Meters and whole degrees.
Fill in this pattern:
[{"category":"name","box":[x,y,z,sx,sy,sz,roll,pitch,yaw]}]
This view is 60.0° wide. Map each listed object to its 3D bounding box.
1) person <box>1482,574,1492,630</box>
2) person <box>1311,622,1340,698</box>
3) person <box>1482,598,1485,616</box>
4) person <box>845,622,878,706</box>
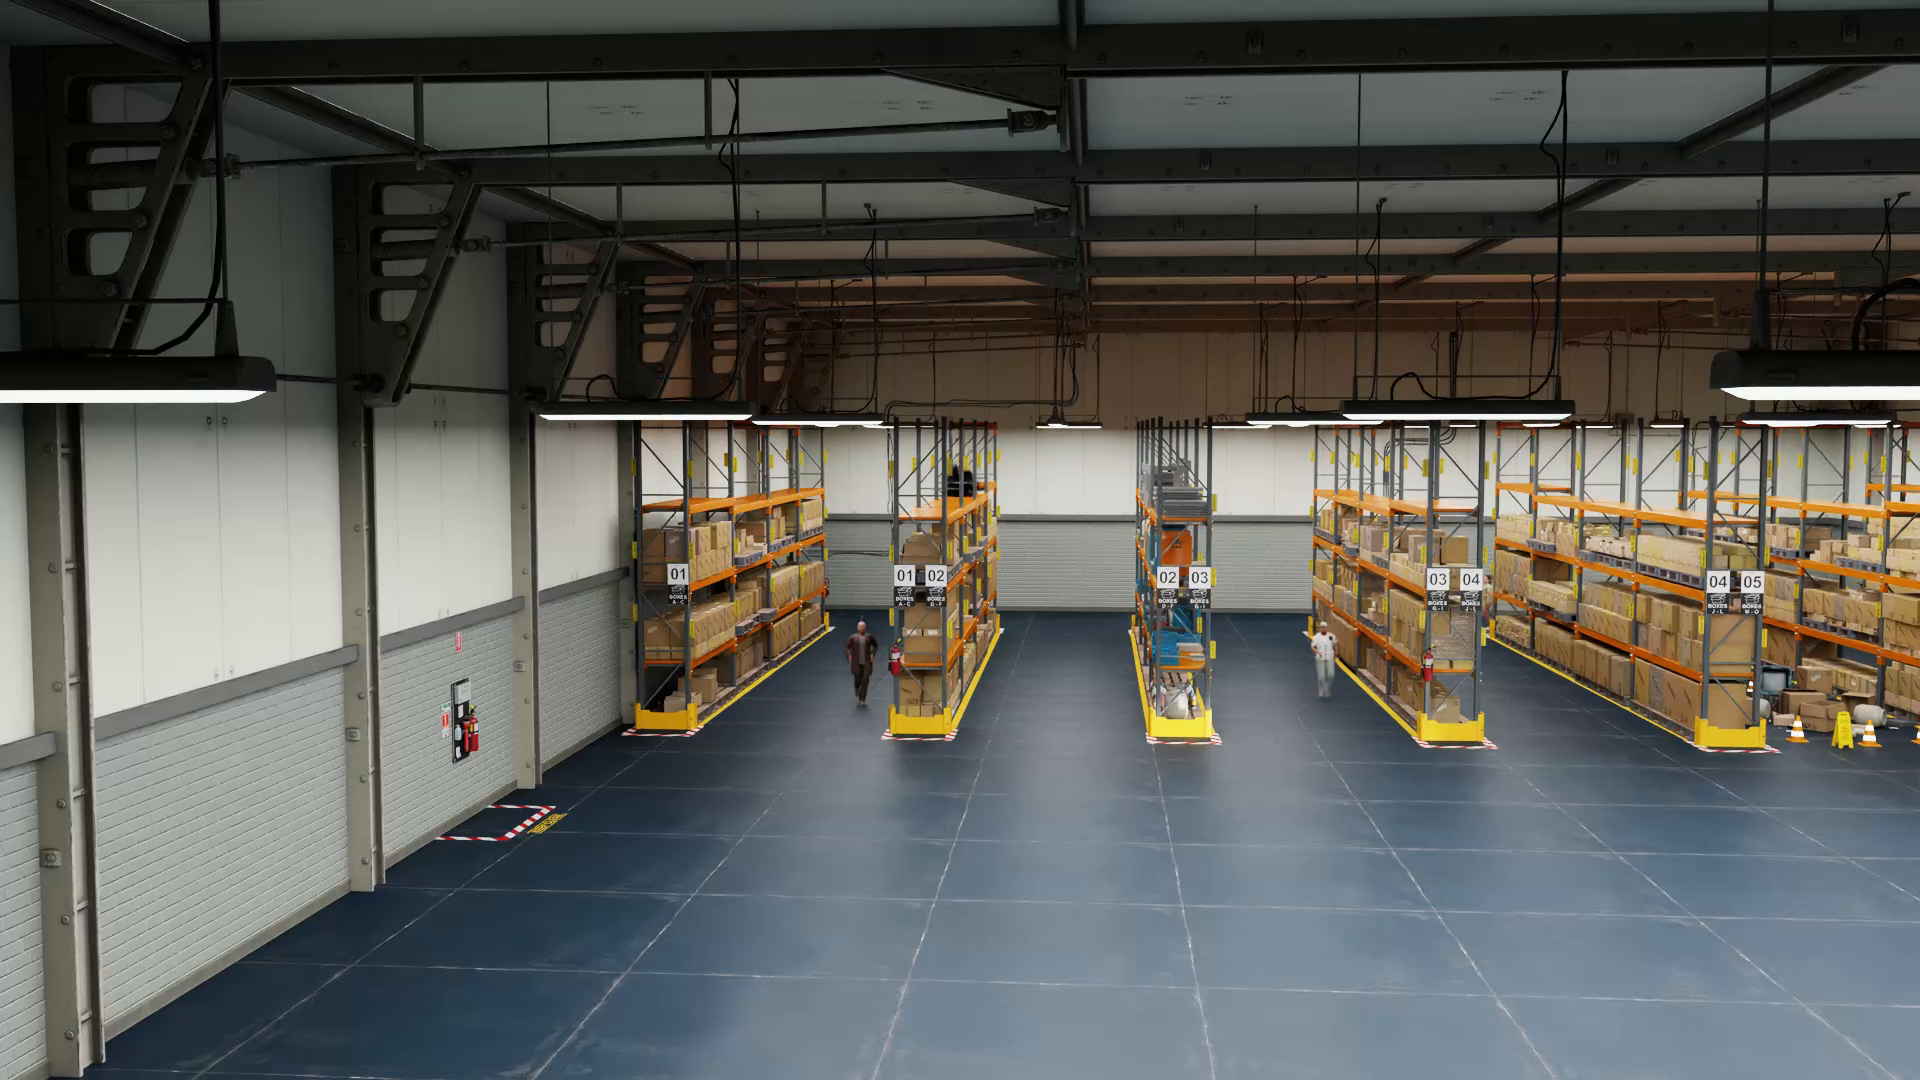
[{"category":"person","box":[14.946,1.828,47.255,0.794,1.672,0.565,-1,4,-19]},{"category":"person","box":[7.848,2.577,35.722,0.615,1.639,0.628,1,4,9]},{"category":"person","box":[13.414,2.016,43.547,0.668,1.779,0.783,0,4,5]},{"category":"person","box":[-2.061,2.580,34.939,0.711,1.743,0.756,0,4,-7]}]
